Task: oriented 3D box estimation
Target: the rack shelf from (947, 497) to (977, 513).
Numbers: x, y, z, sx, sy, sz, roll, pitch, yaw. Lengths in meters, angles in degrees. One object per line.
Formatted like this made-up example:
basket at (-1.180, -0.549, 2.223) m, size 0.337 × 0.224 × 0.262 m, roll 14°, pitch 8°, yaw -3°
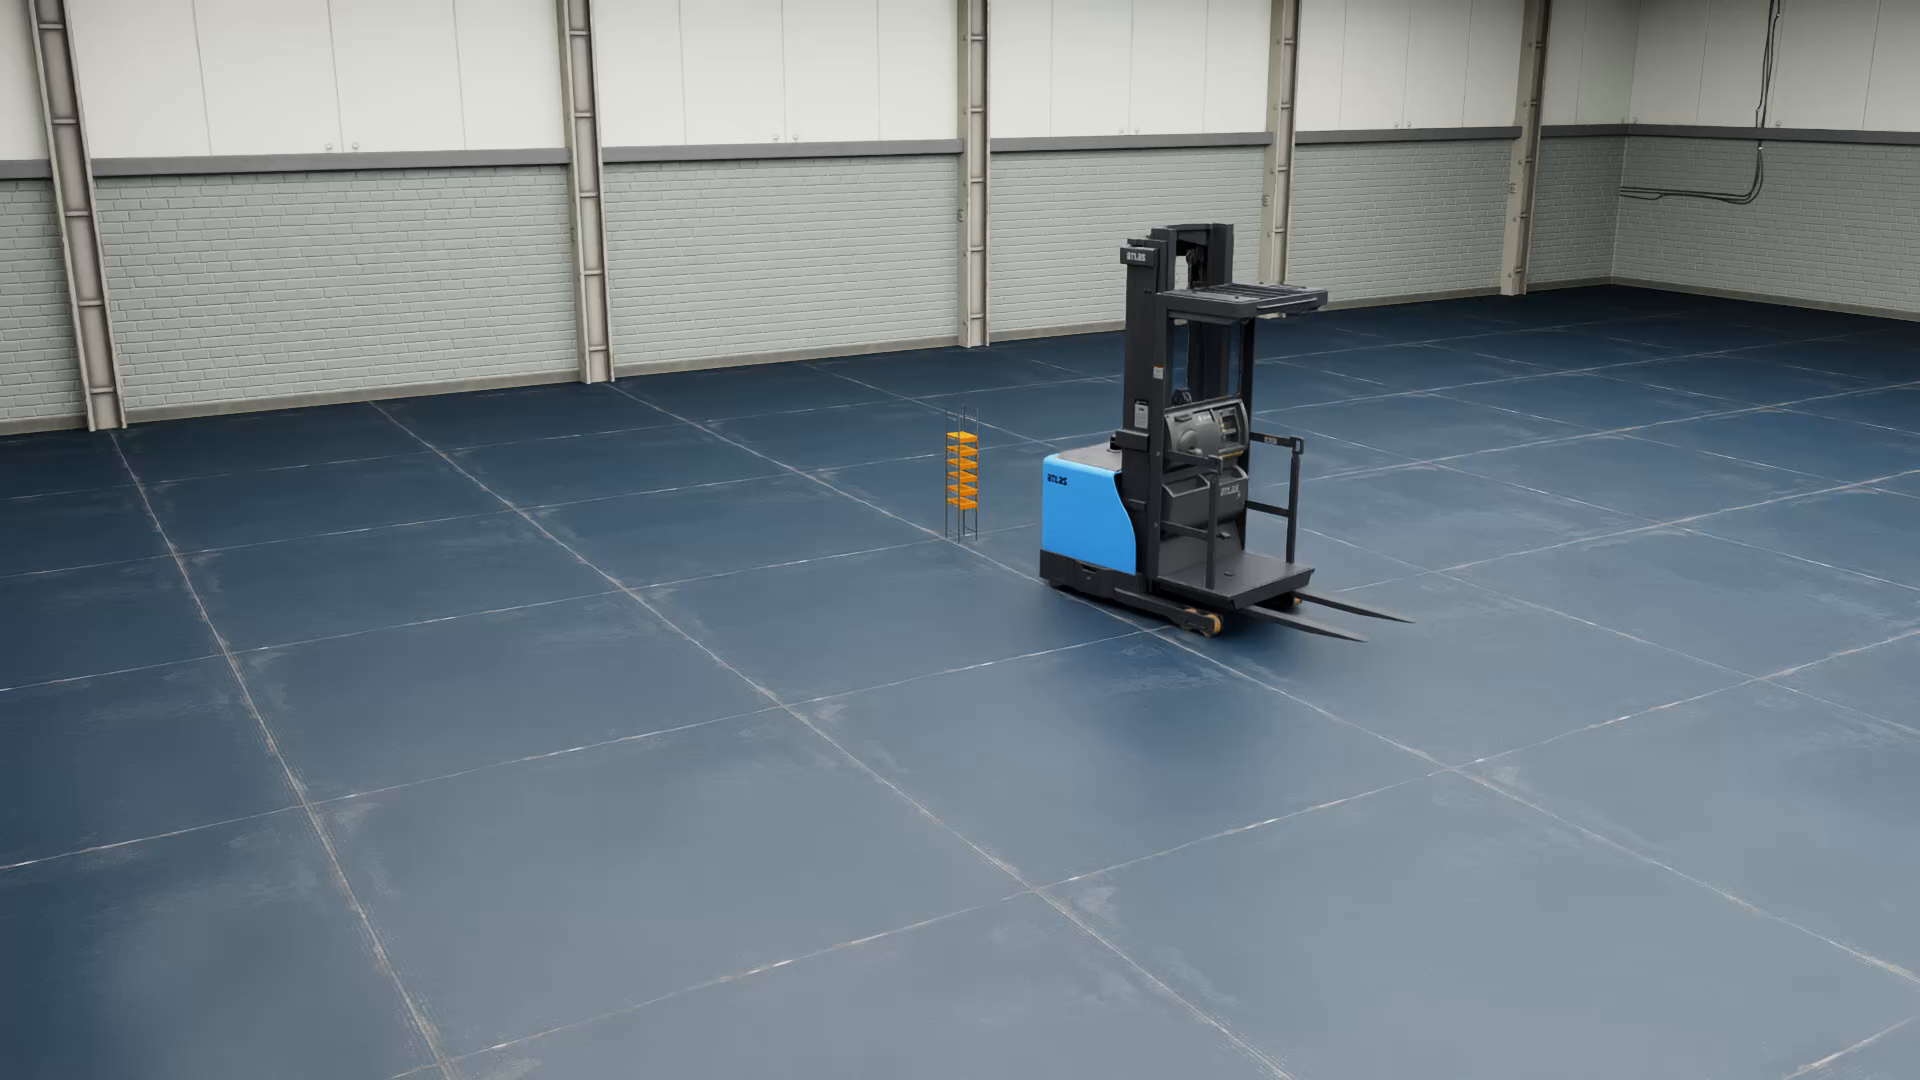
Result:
rack shelf at (0.012, -0.306, 14.832) m, size 0.180 × 0.103 × 0.258 m, roll -9°, pitch 18°, yaw -30°

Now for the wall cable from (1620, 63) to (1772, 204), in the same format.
wall cable at (13.696, -7.611, 31.141) m, size 0.112 × 2.526 × 3.097 m, roll -9°, pitch 18°, yaw -30°

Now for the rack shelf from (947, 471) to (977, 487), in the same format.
rack shelf at (0.012, -0.537, 14.767) m, size 0.180 × 0.103 × 0.258 m, roll -9°, pitch 18°, yaw -30°

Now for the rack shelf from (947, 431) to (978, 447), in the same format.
rack shelf at (0.012, -0.884, 14.670) m, size 0.180 × 0.103 × 0.258 m, roll -9°, pitch 18°, yaw -30°

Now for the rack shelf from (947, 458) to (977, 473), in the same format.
rack shelf at (0.012, -0.653, 14.735) m, size 0.180 × 0.103 × 0.258 m, roll -9°, pitch 18°, yaw -30°

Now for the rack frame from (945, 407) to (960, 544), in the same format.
rack frame at (-0.066, -0.567, 14.710) m, size 0.006 × 1.200 × 0.240 m, roll -9°, pitch 18°, yaw -30°

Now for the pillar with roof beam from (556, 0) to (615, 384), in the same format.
pillar with roof beam at (-2.722, -5.504, 17.873) m, size 0.400 × 9.000 × 9.100 m, roll -9°, pitch 18°, yaw -30°

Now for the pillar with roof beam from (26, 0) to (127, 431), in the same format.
pillar with roof beam at (-7.865, -4.670, 14.897) m, size 0.400 × 9.000 × 9.100 m, roll -9°, pitch 18°, yaw -30°

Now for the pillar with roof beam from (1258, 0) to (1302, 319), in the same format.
pillar with roof beam at (7.564, -7.172, 23.823) m, size 0.400 × 9.000 × 9.100 m, roll -9°, pitch 18°, yaw -30°

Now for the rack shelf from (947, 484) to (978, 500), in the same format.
rack shelf at (0.012, -0.421, 14.799) m, size 0.180 × 0.103 × 0.258 m, roll -9°, pitch 18°, yaw -30°

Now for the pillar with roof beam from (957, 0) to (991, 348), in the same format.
pillar with roof beam at (2.421, -6.338, 20.848) m, size 0.400 × 9.000 × 9.100 m, roll -9°, pitch 18°, yaw -30°

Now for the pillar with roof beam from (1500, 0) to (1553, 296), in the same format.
pillar with roof beam at (12.707, -8.006, 26.799) m, size 0.400 × 9.000 × 9.100 m, roll -9°, pitch 18°, yaw -30°

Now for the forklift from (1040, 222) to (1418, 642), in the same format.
forklift at (2.027, -0.849, 12.510) m, size 1.130 × 2.935 × 3.031 m, roll -14°, pitch 21°, yaw -41°

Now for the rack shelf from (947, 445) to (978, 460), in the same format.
rack shelf at (0.012, -0.768, 14.702) m, size 0.180 × 0.103 × 0.258 m, roll -9°, pitch 18°, yaw -30°

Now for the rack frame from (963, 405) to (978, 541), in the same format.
rack frame at (0.091, -0.592, 14.800) m, size 0.006 × 1.200 × 0.240 m, roll -9°, pitch 18°, yaw -30°

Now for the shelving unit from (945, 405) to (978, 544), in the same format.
shelving unit at (0.012, -0.580, 14.755) m, size 0.189 × 1.200 × 0.258 m, roll -9°, pitch 18°, yaw -30°

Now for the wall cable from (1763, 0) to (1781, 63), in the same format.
wall cable at (15.090, -9.416, 28.226) m, size 0.112 × 2.526 × 3.097 m, roll -9°, pitch 18°, yaw -30°
